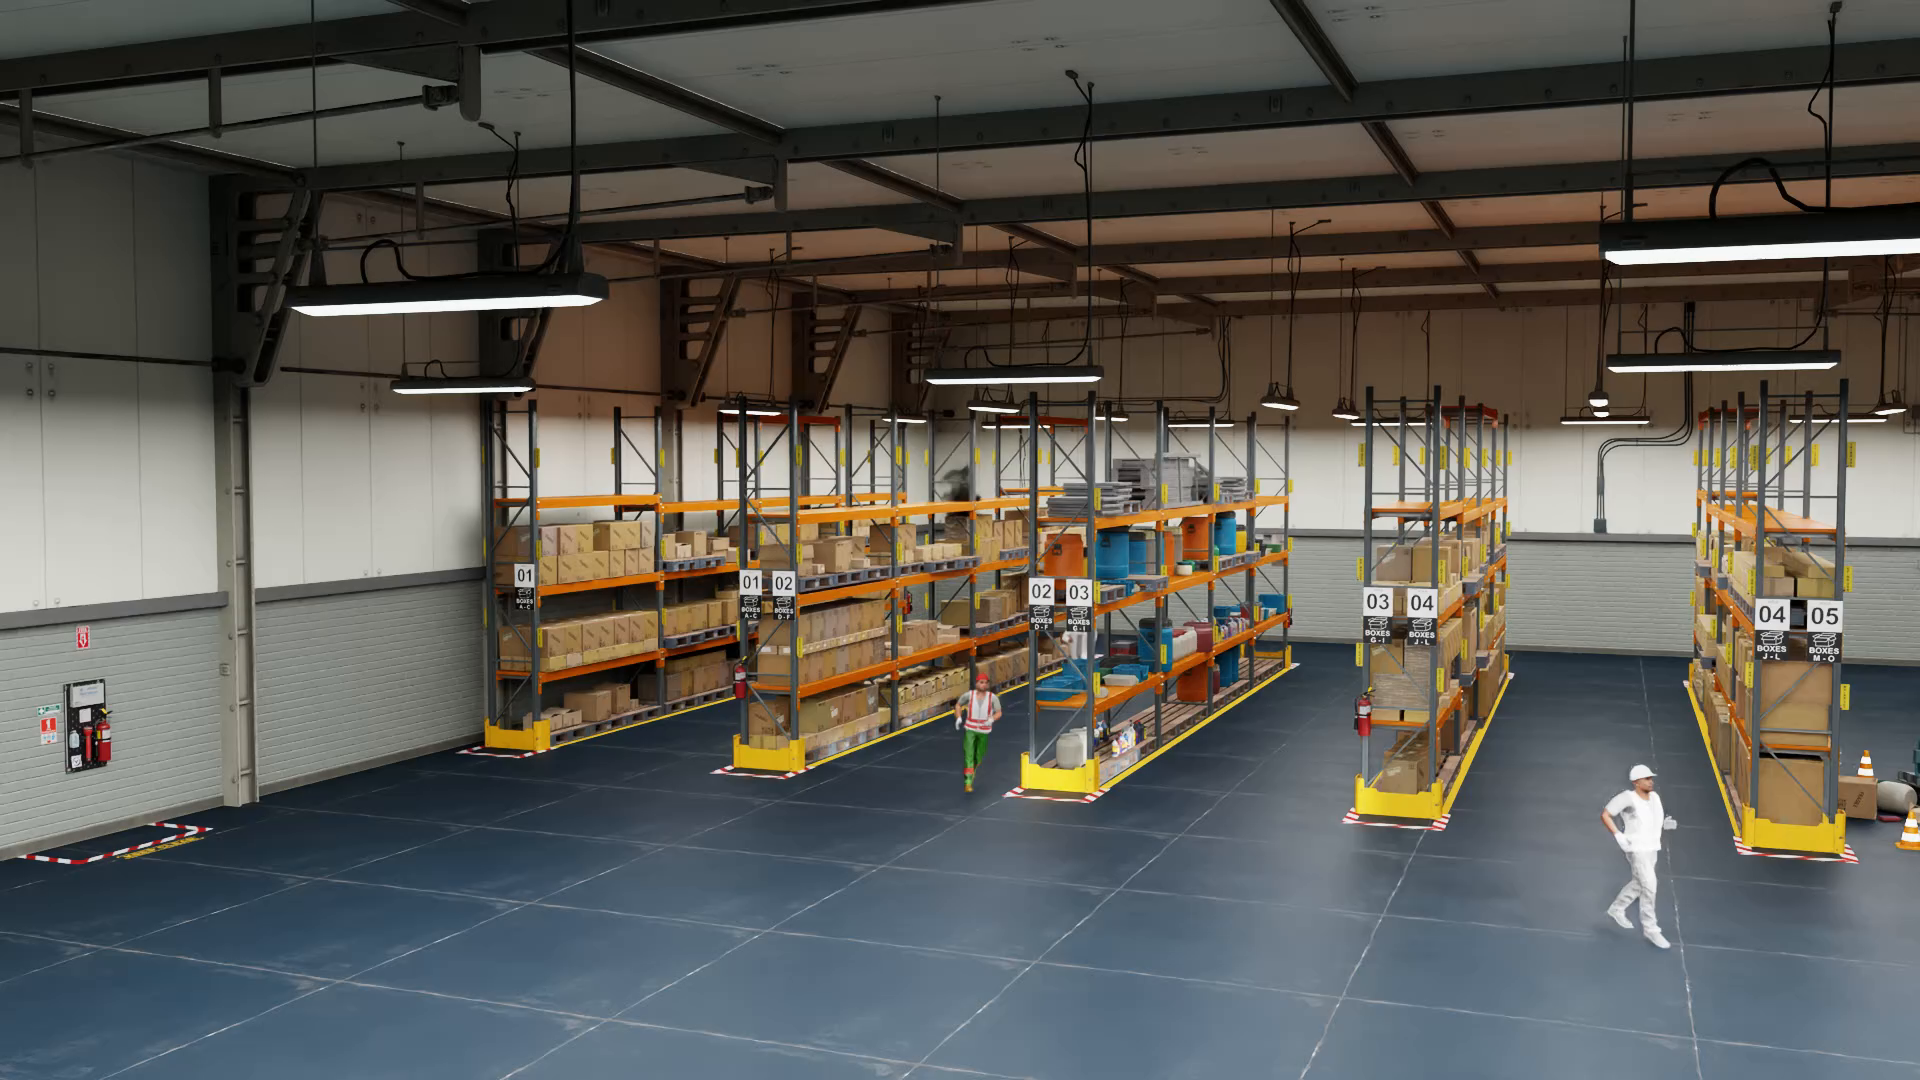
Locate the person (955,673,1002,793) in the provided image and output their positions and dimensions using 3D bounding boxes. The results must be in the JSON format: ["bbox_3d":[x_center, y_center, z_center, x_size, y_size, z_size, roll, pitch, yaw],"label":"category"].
[{"bbox_3d":[0.278,2.876,25.032,0.702,1.756,0.954,0,3,-2],"label":"person"}]

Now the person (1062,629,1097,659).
[{"bbox_3d":[2.473,2.395,34.540,0.693,1.823,0.944,1,3,13],"label":"person"}]

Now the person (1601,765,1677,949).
[{"bbox_3d":[7.079,3.245,17.309,0.668,1.818,0.818,-2,3,-34],"label":"person"}]
